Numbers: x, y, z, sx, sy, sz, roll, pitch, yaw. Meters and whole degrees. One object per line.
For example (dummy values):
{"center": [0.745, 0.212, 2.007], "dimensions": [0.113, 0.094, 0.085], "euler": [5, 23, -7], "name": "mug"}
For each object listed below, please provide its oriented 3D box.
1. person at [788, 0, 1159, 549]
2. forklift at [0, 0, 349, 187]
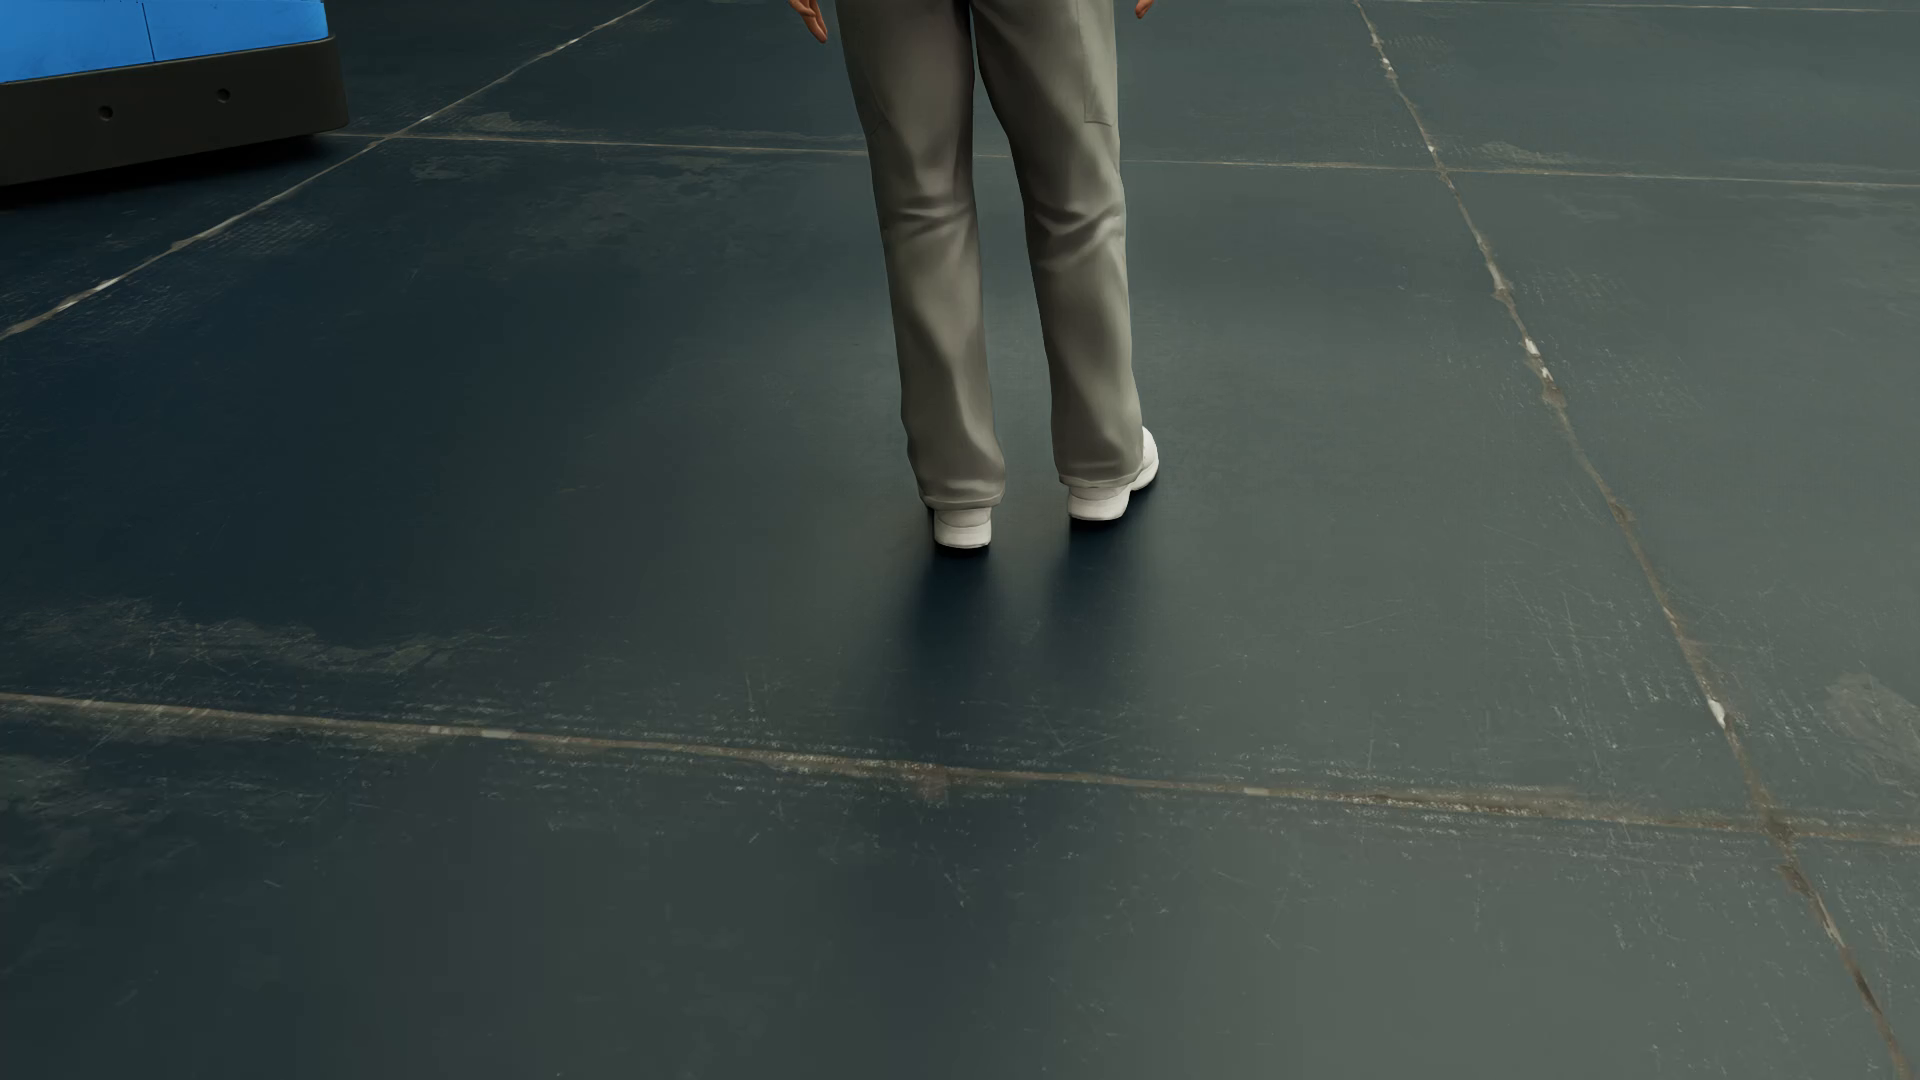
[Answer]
{"center": [0.024, -0.788, 2.187], "dimensions": [0.549, 1.673, 0.548], "euler": [3, 27, 7], "name": "person"}
{"center": [-3.129, -2.718, 4.666], "dimensions": [3.031, 2.935, 1.130], "euler": [24, 35, 39], "name": "forklift"}
